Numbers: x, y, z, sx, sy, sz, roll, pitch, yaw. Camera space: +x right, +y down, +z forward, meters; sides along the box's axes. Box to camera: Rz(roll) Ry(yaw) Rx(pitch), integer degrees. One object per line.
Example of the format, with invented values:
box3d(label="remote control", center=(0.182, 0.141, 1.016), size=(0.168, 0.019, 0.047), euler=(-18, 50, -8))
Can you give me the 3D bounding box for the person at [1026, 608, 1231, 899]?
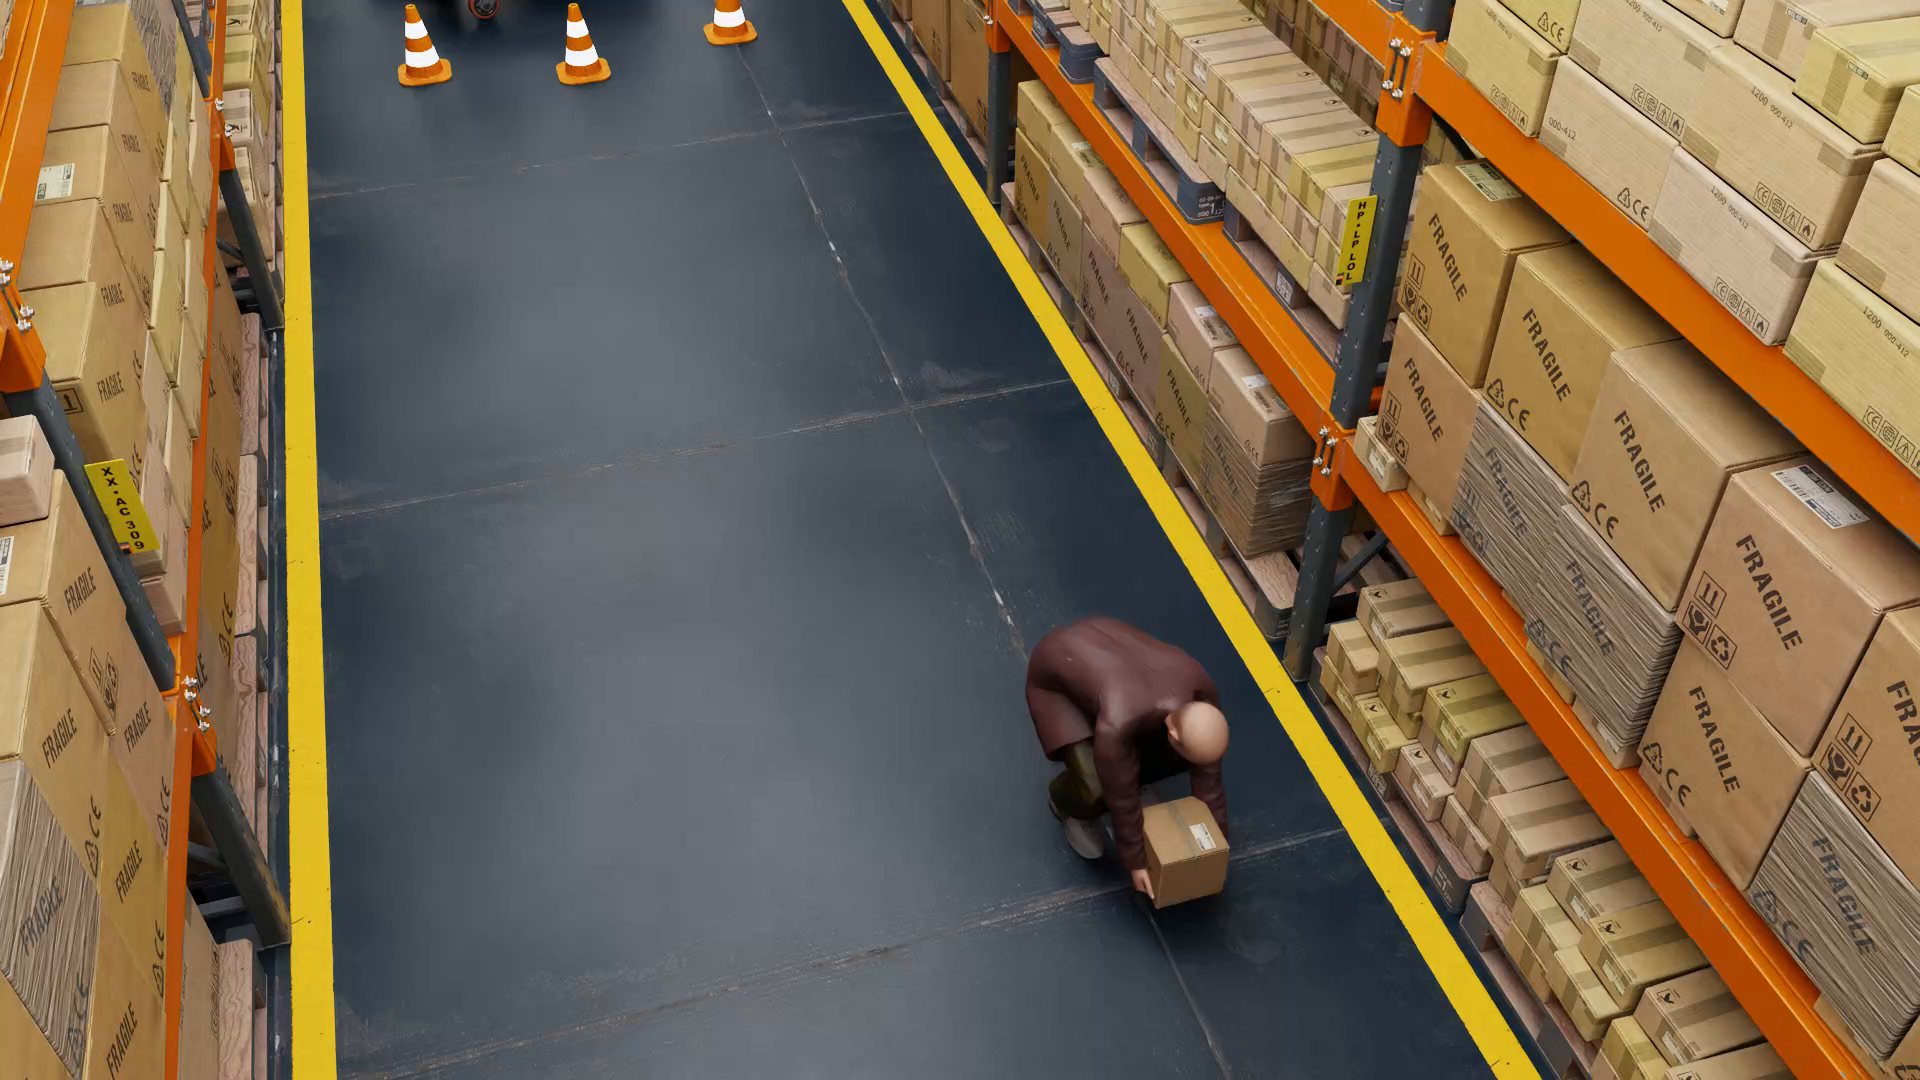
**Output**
box3d(label="person", center=(0.609, 0.749, 5.924), size=(0.591, 0.987, 0.973), euler=(-21, 46, -22))
